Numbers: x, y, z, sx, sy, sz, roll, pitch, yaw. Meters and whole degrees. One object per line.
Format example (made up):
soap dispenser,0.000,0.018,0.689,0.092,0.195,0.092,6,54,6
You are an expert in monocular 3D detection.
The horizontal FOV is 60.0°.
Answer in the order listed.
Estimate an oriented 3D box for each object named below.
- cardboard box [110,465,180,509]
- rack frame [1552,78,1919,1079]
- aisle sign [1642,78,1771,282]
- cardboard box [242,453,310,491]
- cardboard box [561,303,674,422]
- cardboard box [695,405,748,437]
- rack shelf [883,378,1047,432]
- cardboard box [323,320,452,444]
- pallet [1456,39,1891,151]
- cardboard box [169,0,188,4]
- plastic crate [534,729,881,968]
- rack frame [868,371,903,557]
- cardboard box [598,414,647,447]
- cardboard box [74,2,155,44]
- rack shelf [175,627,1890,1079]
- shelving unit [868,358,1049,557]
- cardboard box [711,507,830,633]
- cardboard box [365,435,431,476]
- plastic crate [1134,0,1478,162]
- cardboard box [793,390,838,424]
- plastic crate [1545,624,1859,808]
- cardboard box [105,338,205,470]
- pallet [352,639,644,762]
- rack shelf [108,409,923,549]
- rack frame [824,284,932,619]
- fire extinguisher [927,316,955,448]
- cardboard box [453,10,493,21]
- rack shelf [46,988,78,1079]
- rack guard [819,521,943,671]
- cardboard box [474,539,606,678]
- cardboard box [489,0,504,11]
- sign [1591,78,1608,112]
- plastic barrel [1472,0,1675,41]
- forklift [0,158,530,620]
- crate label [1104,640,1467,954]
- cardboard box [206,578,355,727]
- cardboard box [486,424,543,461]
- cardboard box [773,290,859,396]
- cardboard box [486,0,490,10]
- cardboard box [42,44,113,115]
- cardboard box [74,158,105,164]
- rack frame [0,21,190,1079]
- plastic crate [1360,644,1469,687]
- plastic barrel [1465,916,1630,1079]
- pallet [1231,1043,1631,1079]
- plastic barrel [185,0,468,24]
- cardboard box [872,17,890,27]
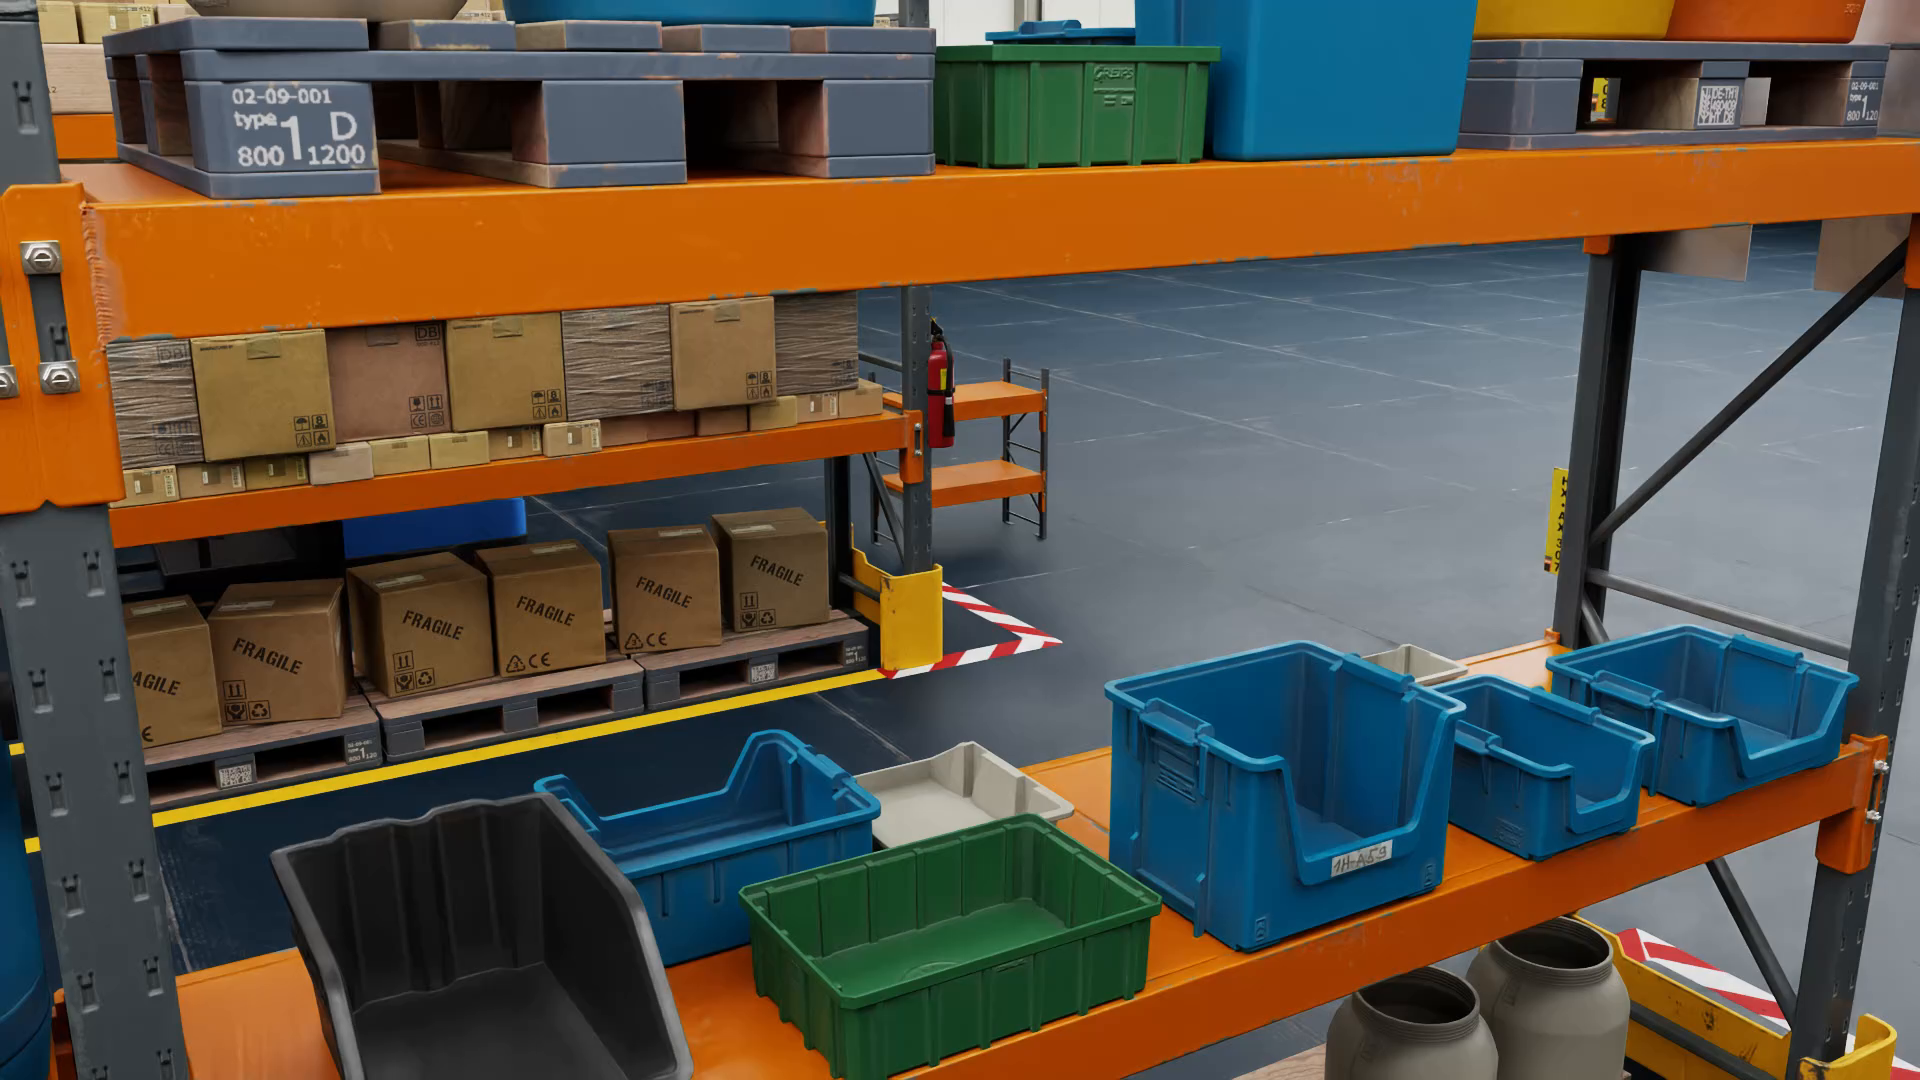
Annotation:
cardboard box,-3.319,-0.252,6.715,0.250,0.149,0.380,-9,18,-30
rack frame,2.101,0.209,4.605,0.127,3.000,1.000,-9,18,-30
aisle sign,2.012,-1.120,4.532,0.004,0.787,0.394,-9,18,-30
cardboard box,-2.909,-0.330,6.994,0.250,0.149,0.380,-9,18,-30
cardboard box,-1.753,-0.901,7.830,0.500,0.500,0.875,-9,18,-30
cardboard box,-1.213,-0.616,8.014,0.250,0.149,0.380,-9,18,-30
rack shelf,-0.006,-0.823,10.676,1.000,0.278,0.538,-9,18,-30
cardboard box,-2.638,-0.774,7.378,0.500,0.500,0.875,-9,18,-30
pallet,1.341,-1.052,3.896,1.213,0.211,1.003,-9,18,-30
cardboard box,-4.919,-3.452,10.872,0.500,0.250,0.500,-9,18,-30
plastic crate,-0.519,0.620,3.415,0.616,0.251,0.499,-9,18,-30
rack frame,-0.442,-0.470,10.503,0.032,1.125,0.500,-9,18,-30
cardboard box,-1.651,-0.551,7.782,0.250,0.149,0.380,-9,18,-30
cardboard box,-3.248,-1.971,6.366,0.250,0.149,0.380,-10,19,-32
rack shelf,0.386,0.834,3.711,4.000,0.370,1.077,-9,18,-30
shelving unit,-0.006,-0.541,10.755,1.048,1.125,0.538,-9,18,-30
cardboard box,-0.994,0.148,8.678,0.500,0.500,0.500,-6,17,-19
cardboard box,-2.481,-0.399,7.242,0.250,0.149,0.380,-9,18,-30
plastic crate,0.621,-0.892,3.008,0.575,0.384,0.392,-9,18,-30
cardboard box,-0.803,-0.694,8.292,0.250,0.149,0.380,-9,18,-30
plastic crate,1.826,0.420,4.130,0.616,0.251,0.499,-9,18,-30
cardboard box,-3.461,-0.620,6.828,0.500,0.500,0.875,-9,18,-30
pallet,-2.274,0.690,8.057,1.213,0.211,1.003,-9,18,-30
rack shelf,-2.164,-0.312,7.799,4.000,0.370,1.077,-9,18,-30
rack frame,-0.450,-0.937,8.693,0.127,3.000,1.000,-9,18,-30
fire extinguisher,-0.115,-0.809,8.380,0.183,0.674,0.296,-9,18,-30
cardboard box,-2.140,-2.152,7.012,0.250,0.149,0.380,-9,18,-28
rack shelf,-3.042,1.390,1.727,4.000,0.370,1.077,-9,18,-30
rack guard,-0.515,0.278,8.993,0.348,0.500,1.175,-9,18,-30
cardboard box,-2.035,0.321,8.059,0.500,0.500,0.500,-7,17,-25
cardboard box,-1.862,-2.669,7.654,0.500,0.500,0.500,-9,18,-30
sign,1.821,-1.367,4.655,0.005,0.325,0.100,-9,18,-30
plastic barrel,1.189,-1.340,3.448,0.600,0.588,0.600,0,16,0
forklift,-4.113,-1.068,9.290,3.031,2.935,1.130,-9,18,-28
crate label,0.662,0.511,3.465,0.616,0.435,0.502,-9,18,-30
cardboard box,-3.028,0.493,7.446,0.500,0.500,0.500,-3,16,-12
cardboard box,-2.070,-0.477,7.518,0.250,0.149,0.380,-9,18,-30
cardboard box,-0.936,-1.058,8.390,0.500,0.500,0.875,-9,18,-30
cardboard box,-3.194,-3.731,11.869,0.500,0.250,0.500,-9,18,-29
cardboard box,-3.361,-1.756,6.337,0.500,0.250,0.500,-10,19,-32
cardboard box,-5.601,-2.281,11.211,0.550,0.550,0.875,-9,18,-30
rack frame,-1.328,0.765,2.622,0.127,3.000,1.000,-9,18,-30
plastic crate,1.168,0.386,4.463,0.250,0.136,0.298,-9,18,-30
plastic barrel,1.576,1.314,4.495,0.421,0.512,0.421,0,16,0
pallet,1.361,1.685,4.507,1.213,0.211,1.003,-9,18,-30
plastic barrel,-0.858,-0.949,2.197,0.421,0.512,0.421,0,16,0
cardboard box,-0.527,-2.390,7.860,0.250,0.149,0.380,-9,18,-30
